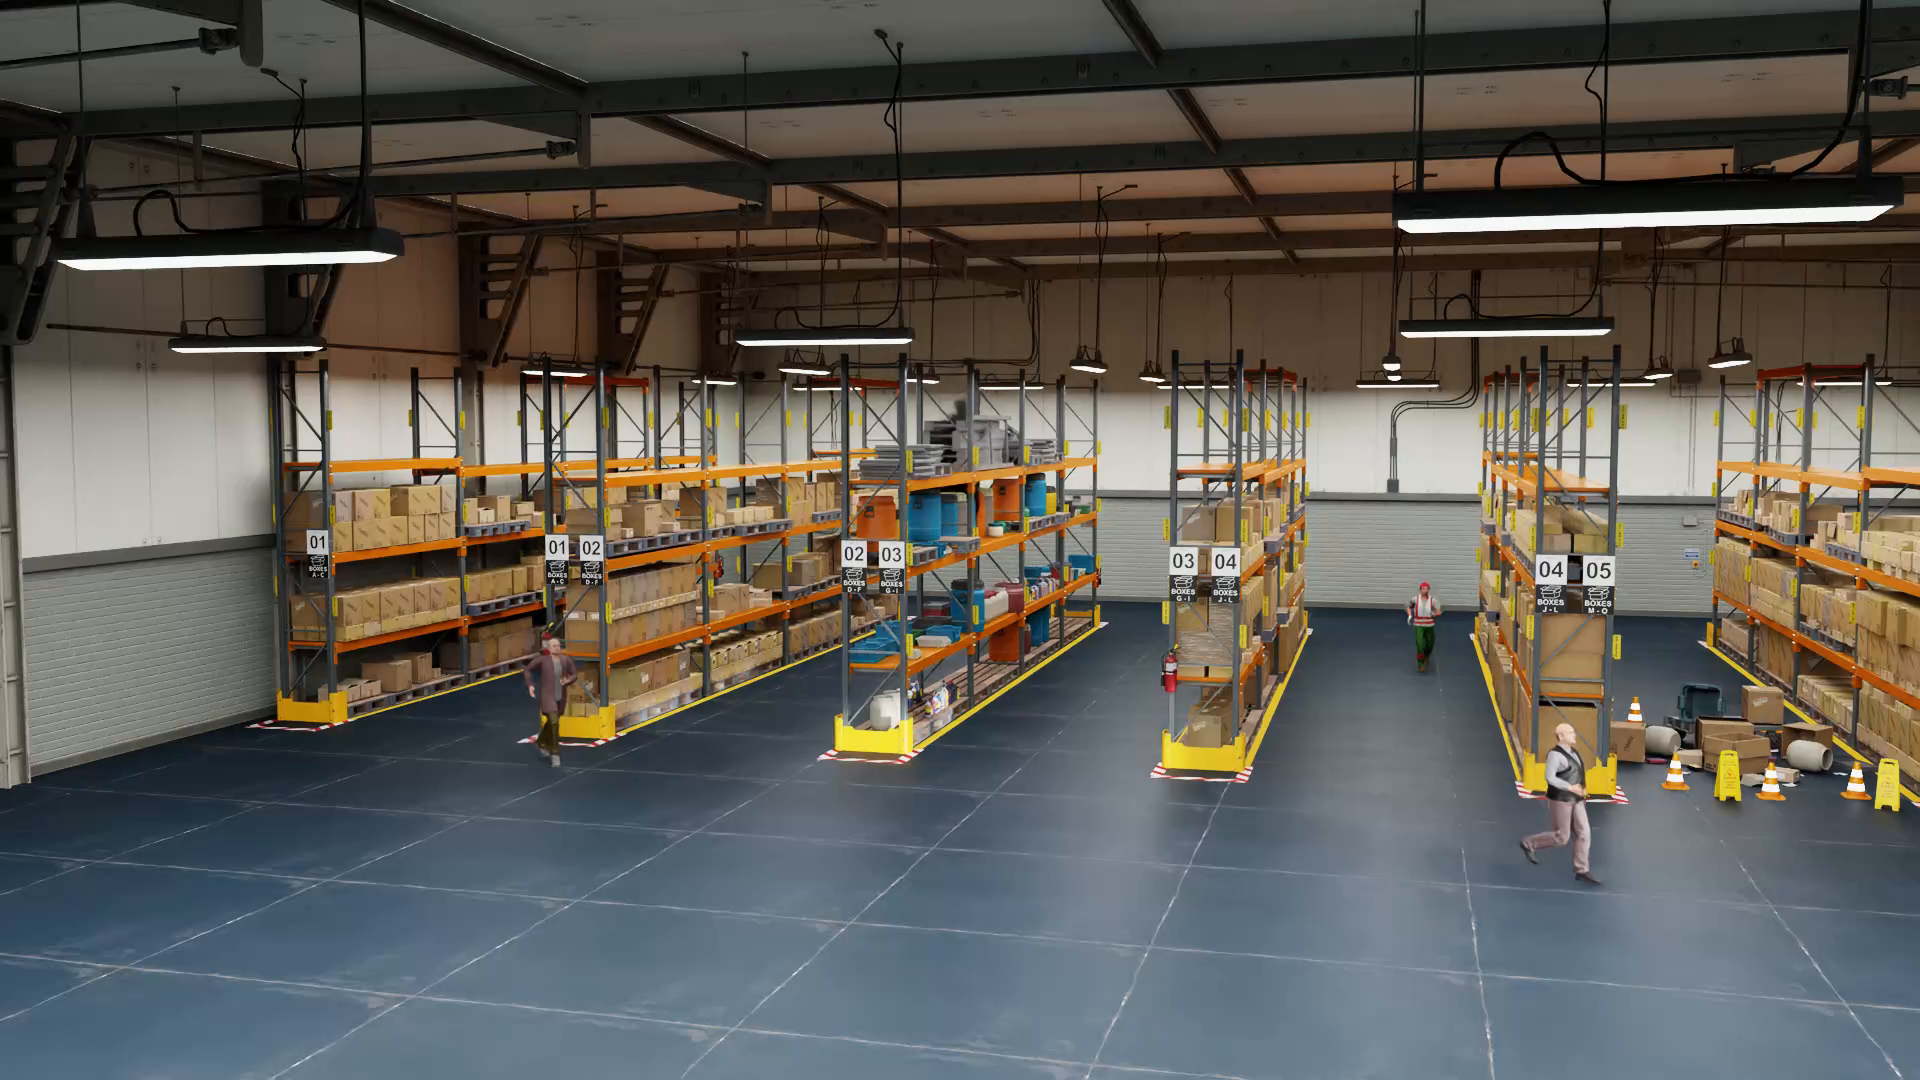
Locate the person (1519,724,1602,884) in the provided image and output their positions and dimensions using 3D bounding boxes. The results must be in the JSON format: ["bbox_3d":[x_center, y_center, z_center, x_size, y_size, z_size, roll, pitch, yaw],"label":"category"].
[{"bbox_3d":[6.570,2.848,18.127,0.672,1.705,0.900,-4,6,-43],"label":"person"}]

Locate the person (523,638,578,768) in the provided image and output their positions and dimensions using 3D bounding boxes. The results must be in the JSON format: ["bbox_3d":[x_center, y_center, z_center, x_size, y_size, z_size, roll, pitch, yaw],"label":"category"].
[{"bbox_3d":[-5.970,2.364,24.420,0.899,1.839,0.717,4,6,44],"label":"person"}]

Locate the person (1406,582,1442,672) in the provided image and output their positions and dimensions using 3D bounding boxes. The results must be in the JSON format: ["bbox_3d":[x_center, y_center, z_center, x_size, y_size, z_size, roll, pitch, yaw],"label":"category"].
[{"bbox_3d":[9.251,1.722,33.160,0.667,1.768,0.963,1,4,11],"label":"person"}]
